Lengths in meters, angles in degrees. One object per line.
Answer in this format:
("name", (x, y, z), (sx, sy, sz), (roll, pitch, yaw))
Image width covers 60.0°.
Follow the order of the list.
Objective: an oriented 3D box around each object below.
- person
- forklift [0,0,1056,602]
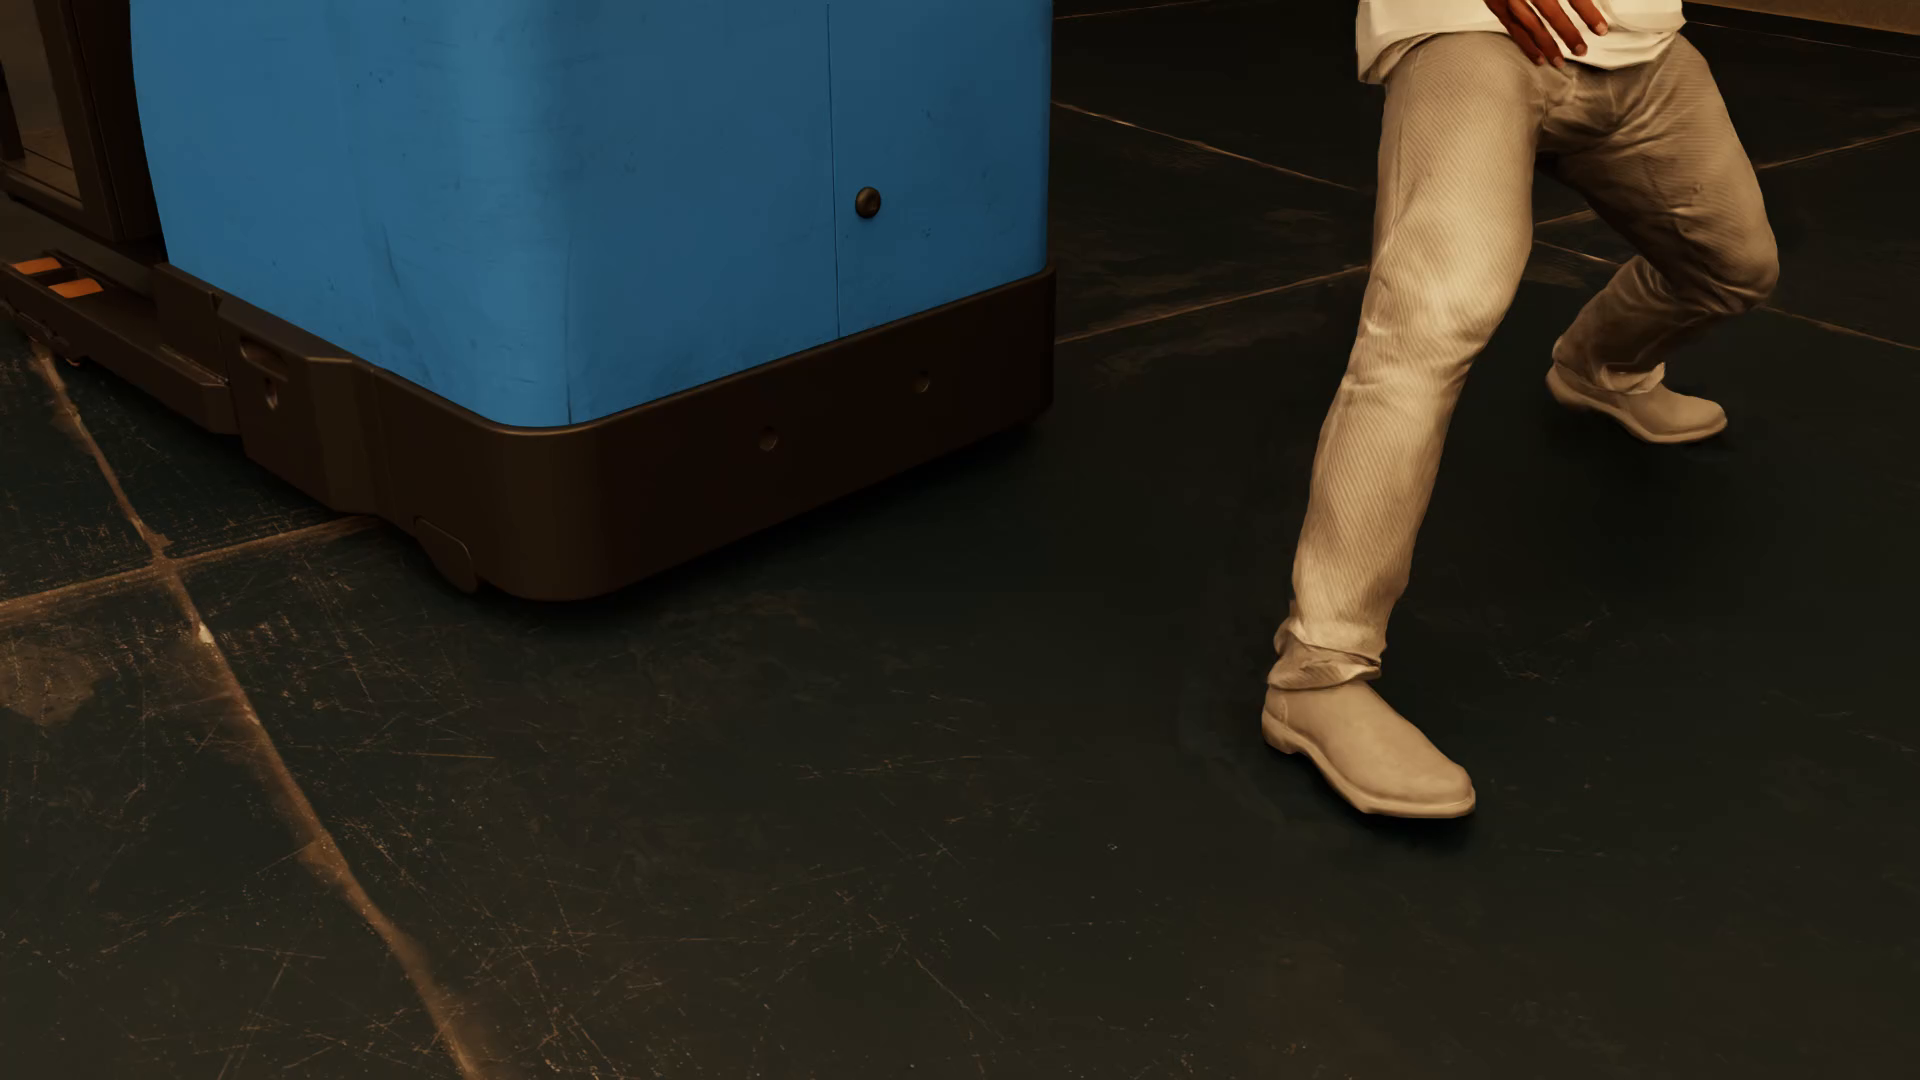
("person", (0.846, -0.643, 2.050), (1.236, 1.554, 0.956), (-11, 29, -21))
("forklift", (-1.253, -1.785, 2.789), (3.031, 2.935, 1.130), (23, 35, 38))
